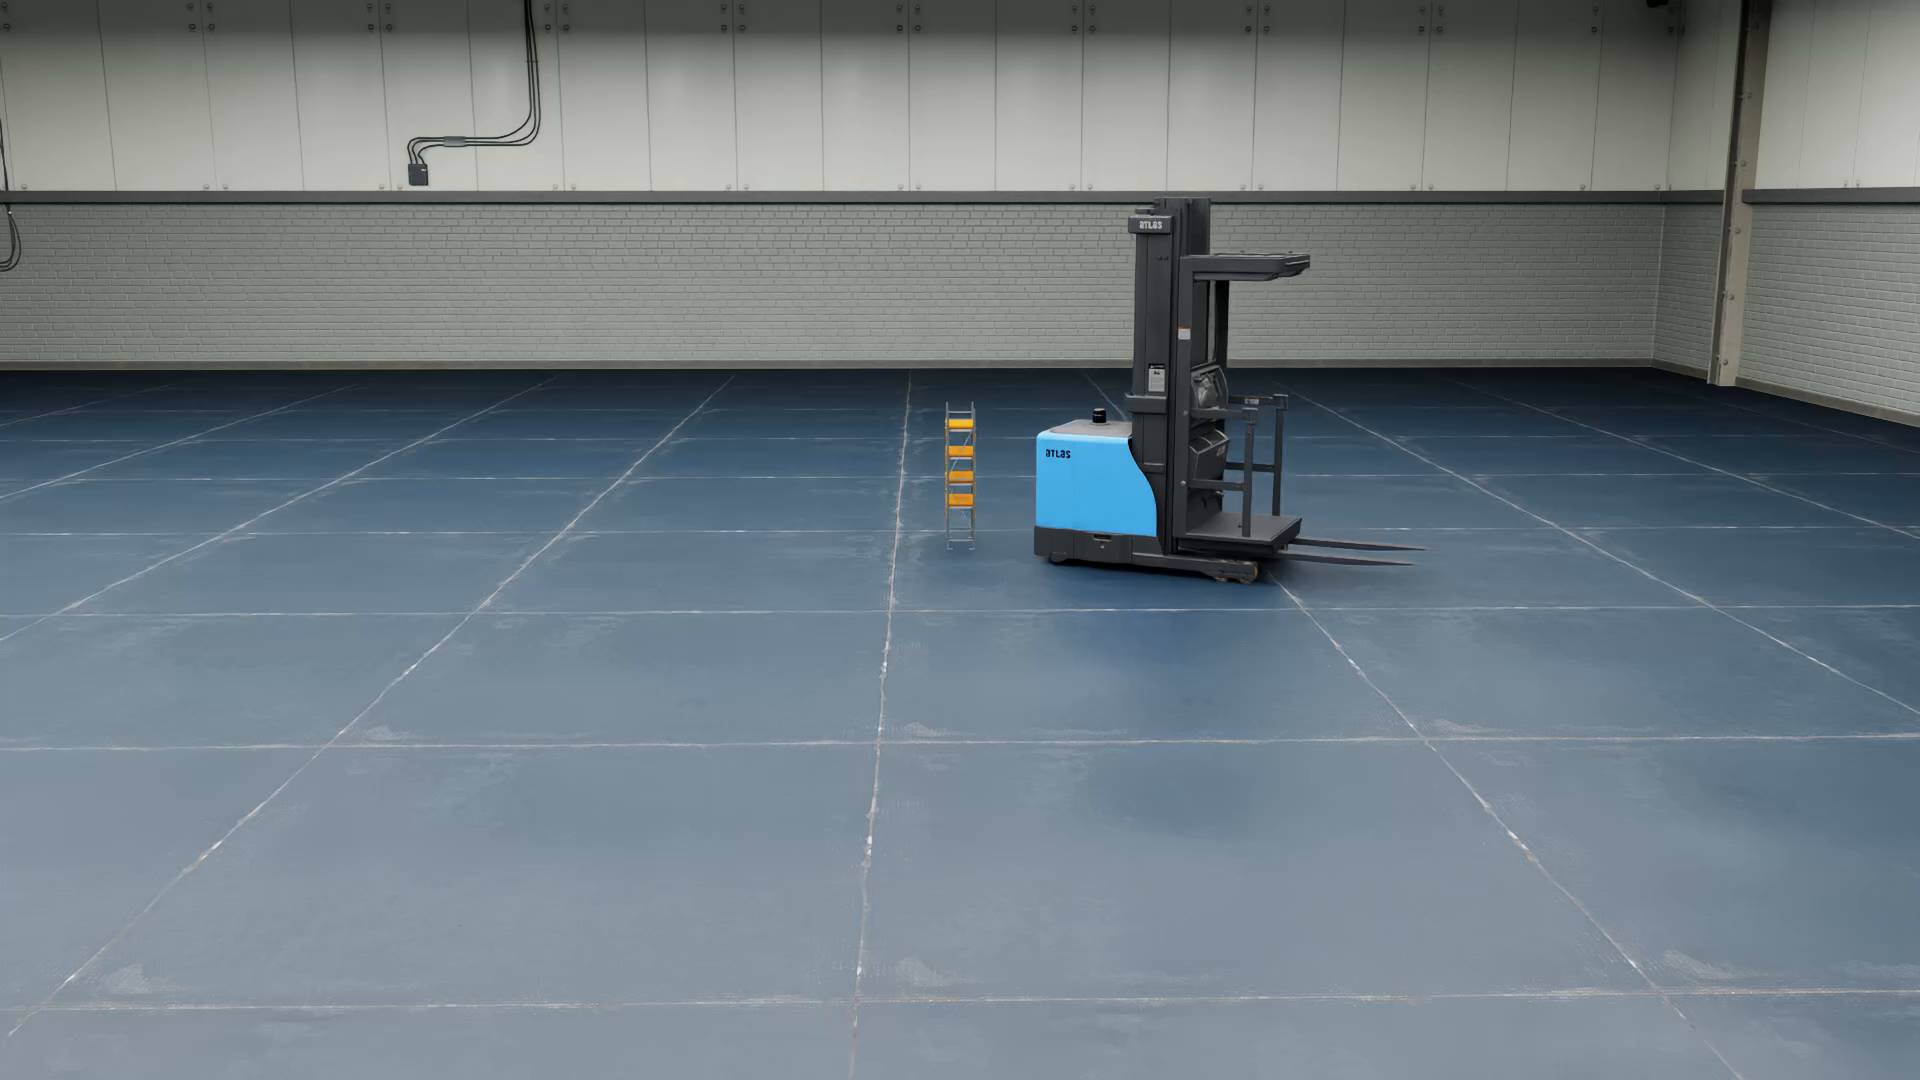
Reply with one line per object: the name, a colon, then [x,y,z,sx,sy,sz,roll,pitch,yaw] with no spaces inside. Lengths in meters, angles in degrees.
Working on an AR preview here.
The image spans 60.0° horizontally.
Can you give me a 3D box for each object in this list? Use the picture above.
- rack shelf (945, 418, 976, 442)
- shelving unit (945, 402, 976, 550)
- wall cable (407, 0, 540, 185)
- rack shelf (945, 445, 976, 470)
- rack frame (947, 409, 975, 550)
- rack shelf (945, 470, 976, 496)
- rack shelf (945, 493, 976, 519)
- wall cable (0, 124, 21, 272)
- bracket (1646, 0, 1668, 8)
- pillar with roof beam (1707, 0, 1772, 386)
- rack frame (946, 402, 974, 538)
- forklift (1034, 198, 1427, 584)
rack shelf: [0.003,-0.940,14.199,0.258,0.148,0.480,0,11,-1]
shelving unit: [0.003,-0.555,14.278,0.258,1.200,0.503,0,11,-1]
wall cable: [-8.375,-9.097,28.211,2.305,6.003,0.169,0,11,-1]
rack shelf: [0.003,-0.708,14.247,0.258,0.148,0.480,0,11,-1]
rack frame: [0.008,-0.507,14.039,0.240,1.200,0.015,0,11,-1]
rack shelf: [0.003,-0.489,14.291,0.258,0.148,0.480,0,11,-1]
rack shelf: [0.003,-0.295,14.330,0.258,0.148,0.480,0,11,-1]
wall cable: [-17.866,-5.872,28.681,3.097,2.526,0.112,0,11,-1]
bracket: [11.953,-9.249,28.460,0.235,0.232,0.430,0,11,-1]
pillar with roof beam: [8.062,-6.915,26.010,9.100,9.000,0.400,0,11,-1]
rack frame: [-0.002,-0.604,14.517,0.240,1.200,0.015,0,11,-1]
forklift: [2.170,-1.218,13.193,3.031,2.935,1.130,5,13,23]
